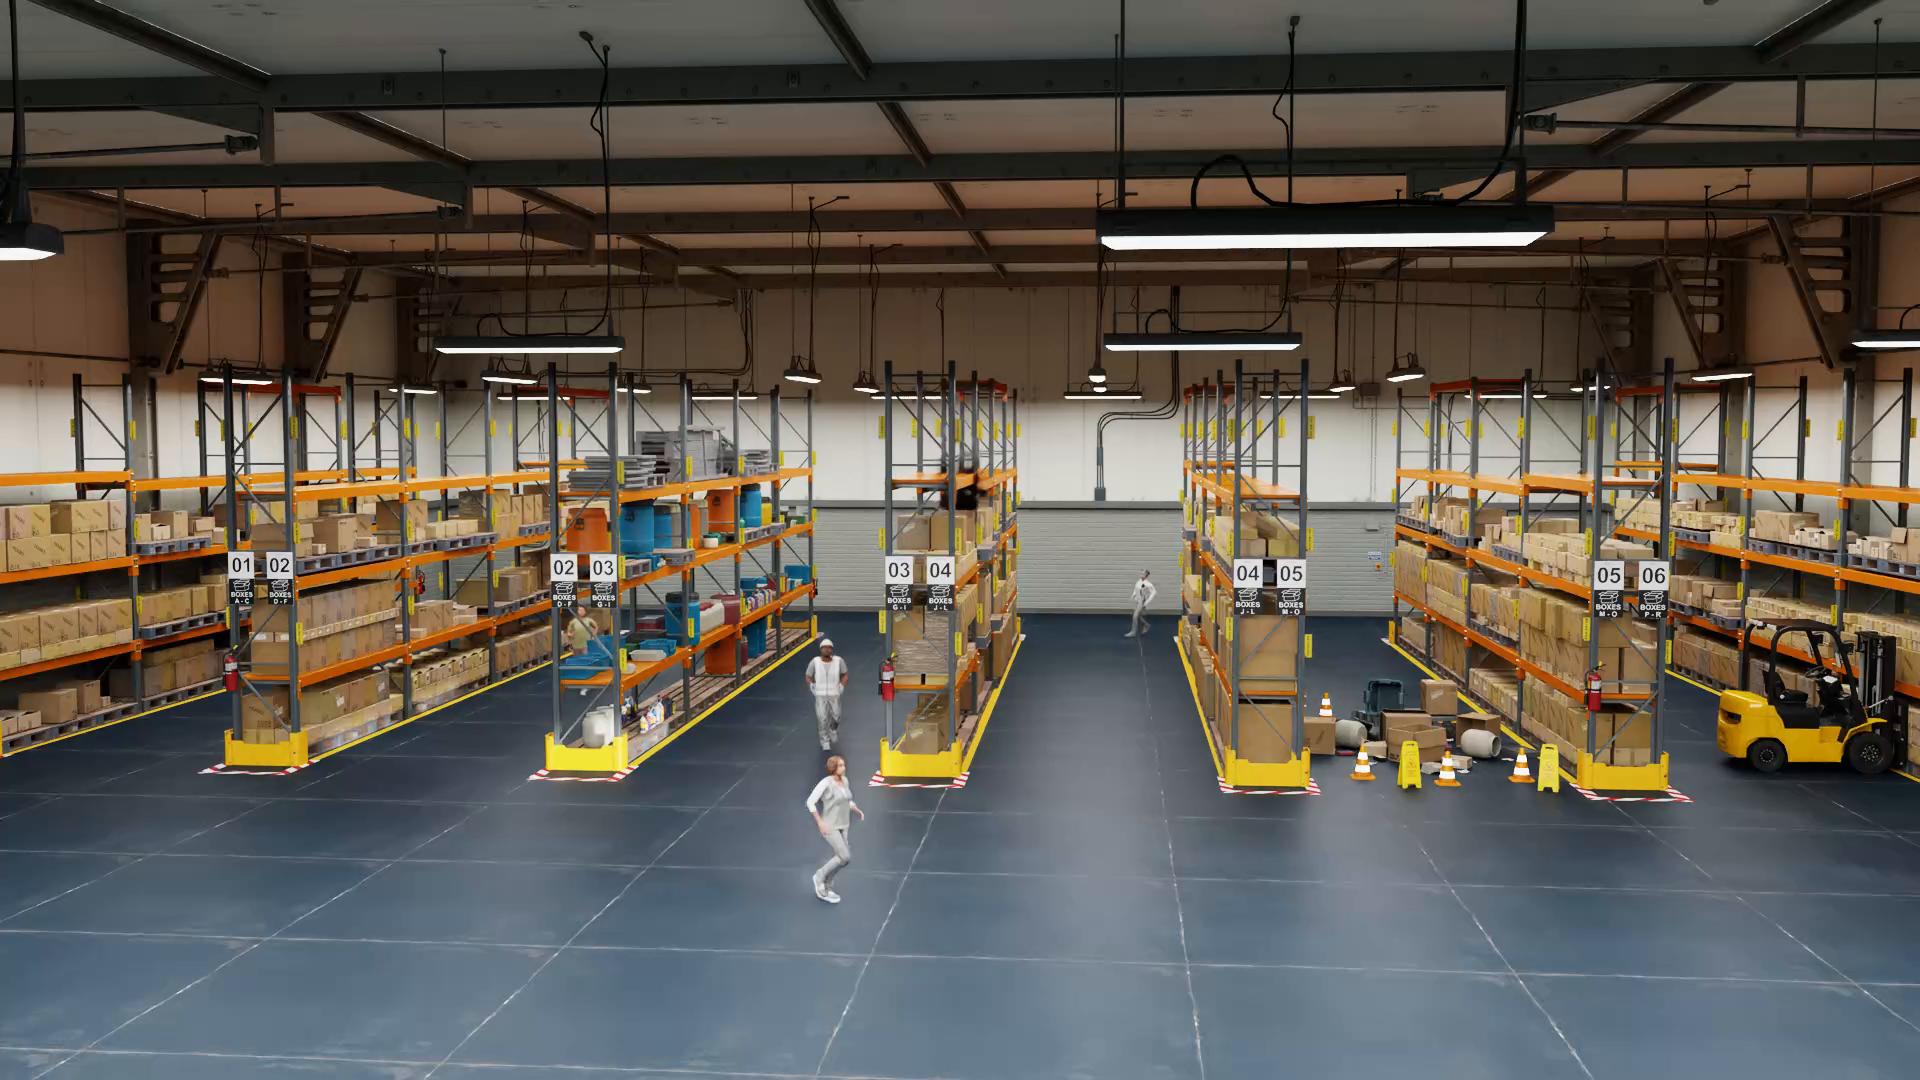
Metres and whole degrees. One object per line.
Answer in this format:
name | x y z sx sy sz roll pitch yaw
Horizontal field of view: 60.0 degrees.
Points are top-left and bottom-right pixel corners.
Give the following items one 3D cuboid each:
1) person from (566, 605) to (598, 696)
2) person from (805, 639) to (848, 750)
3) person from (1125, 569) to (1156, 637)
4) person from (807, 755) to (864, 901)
person | -7.188 2.065 31.598 0.574 1.673 0.951 0 4 -6
person | -2.087 2.421 26.059 0.679 1.733 0.617 0 4 -6
person | 4.417 1.522 40.272 0.770 1.654 0.677 -2 4 -33
person | -1.292 3.060 17.625 0.530 1.567 0.545 2 4 30
